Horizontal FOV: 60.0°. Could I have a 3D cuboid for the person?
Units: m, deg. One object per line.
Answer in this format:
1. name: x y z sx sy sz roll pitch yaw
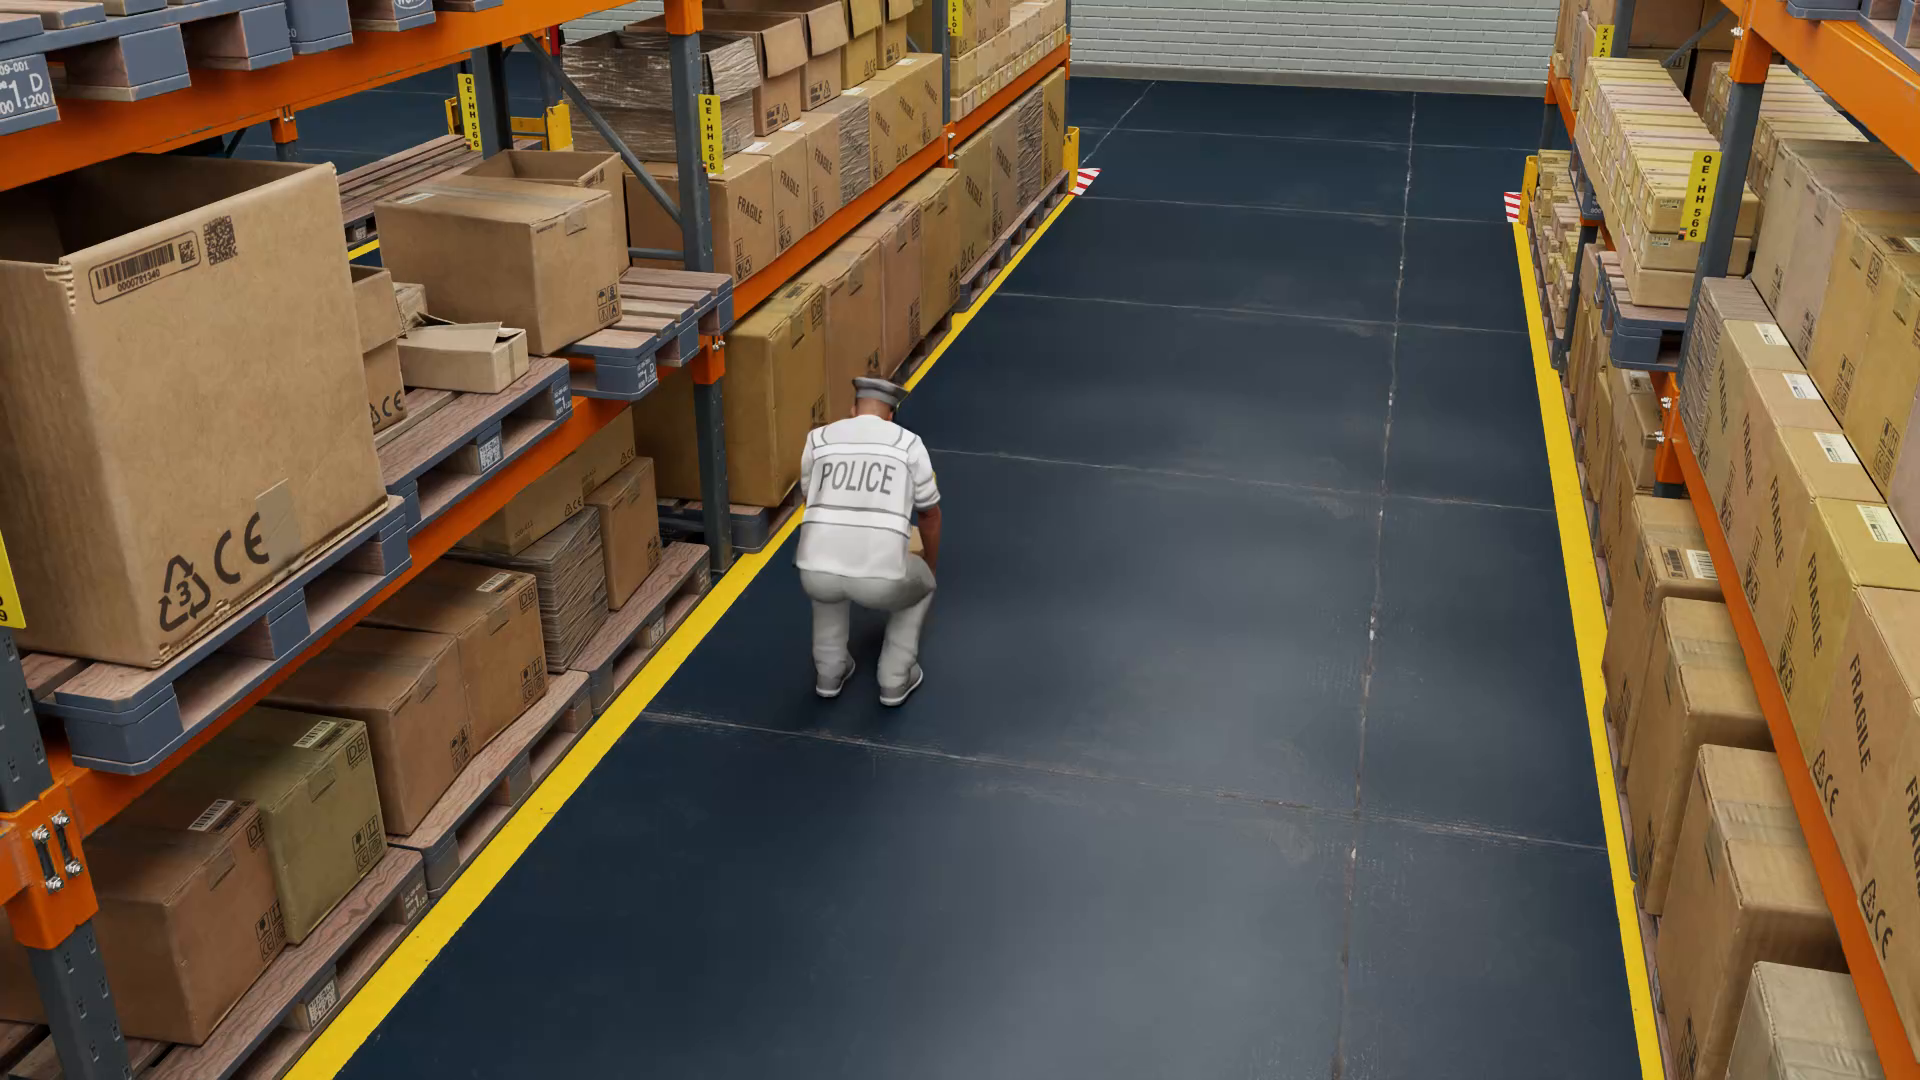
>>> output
1. person: -0.397 0.008 6.721 0.580 1.215 0.891 6 26 13
